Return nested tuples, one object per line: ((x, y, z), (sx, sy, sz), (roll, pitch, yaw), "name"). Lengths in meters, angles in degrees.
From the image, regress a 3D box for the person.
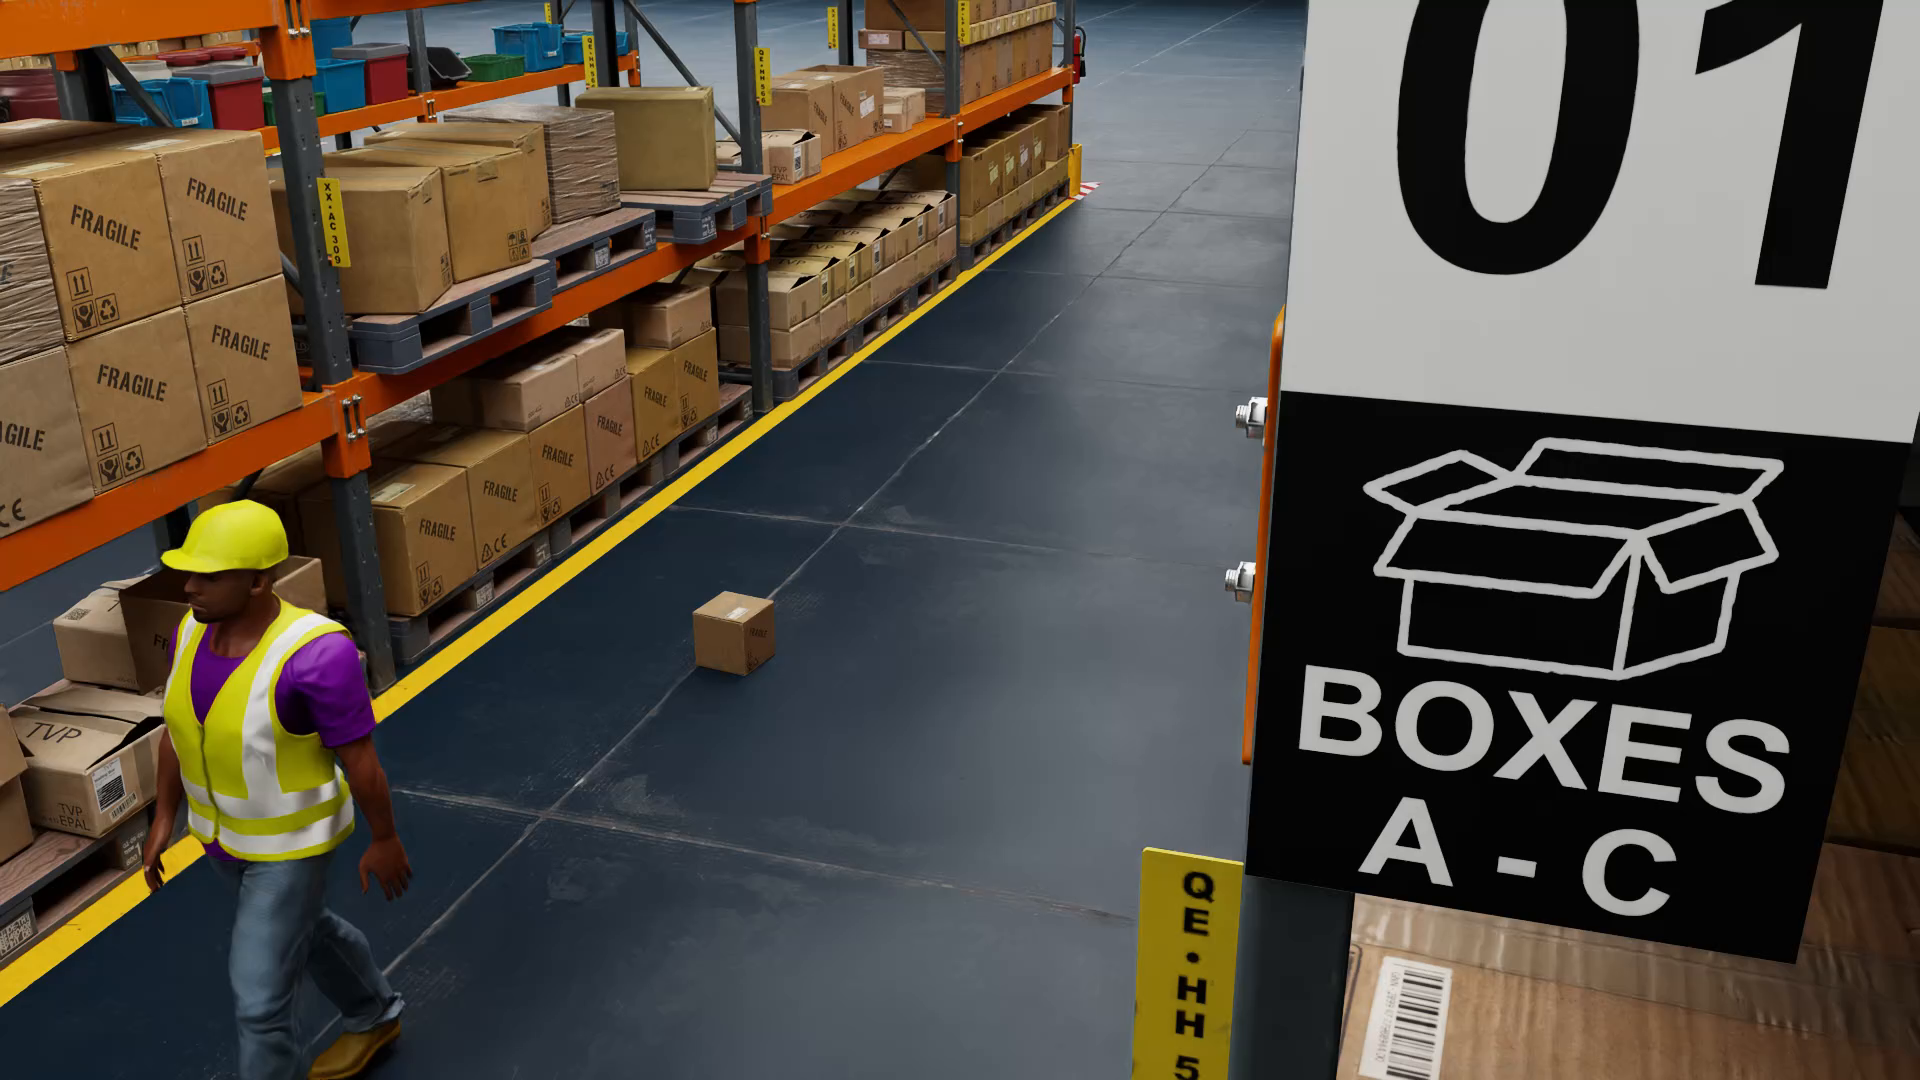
((-1.780, 0.767, 4.131), (0.611, 1.765, 0.861), (12, 25, 28), "person")
